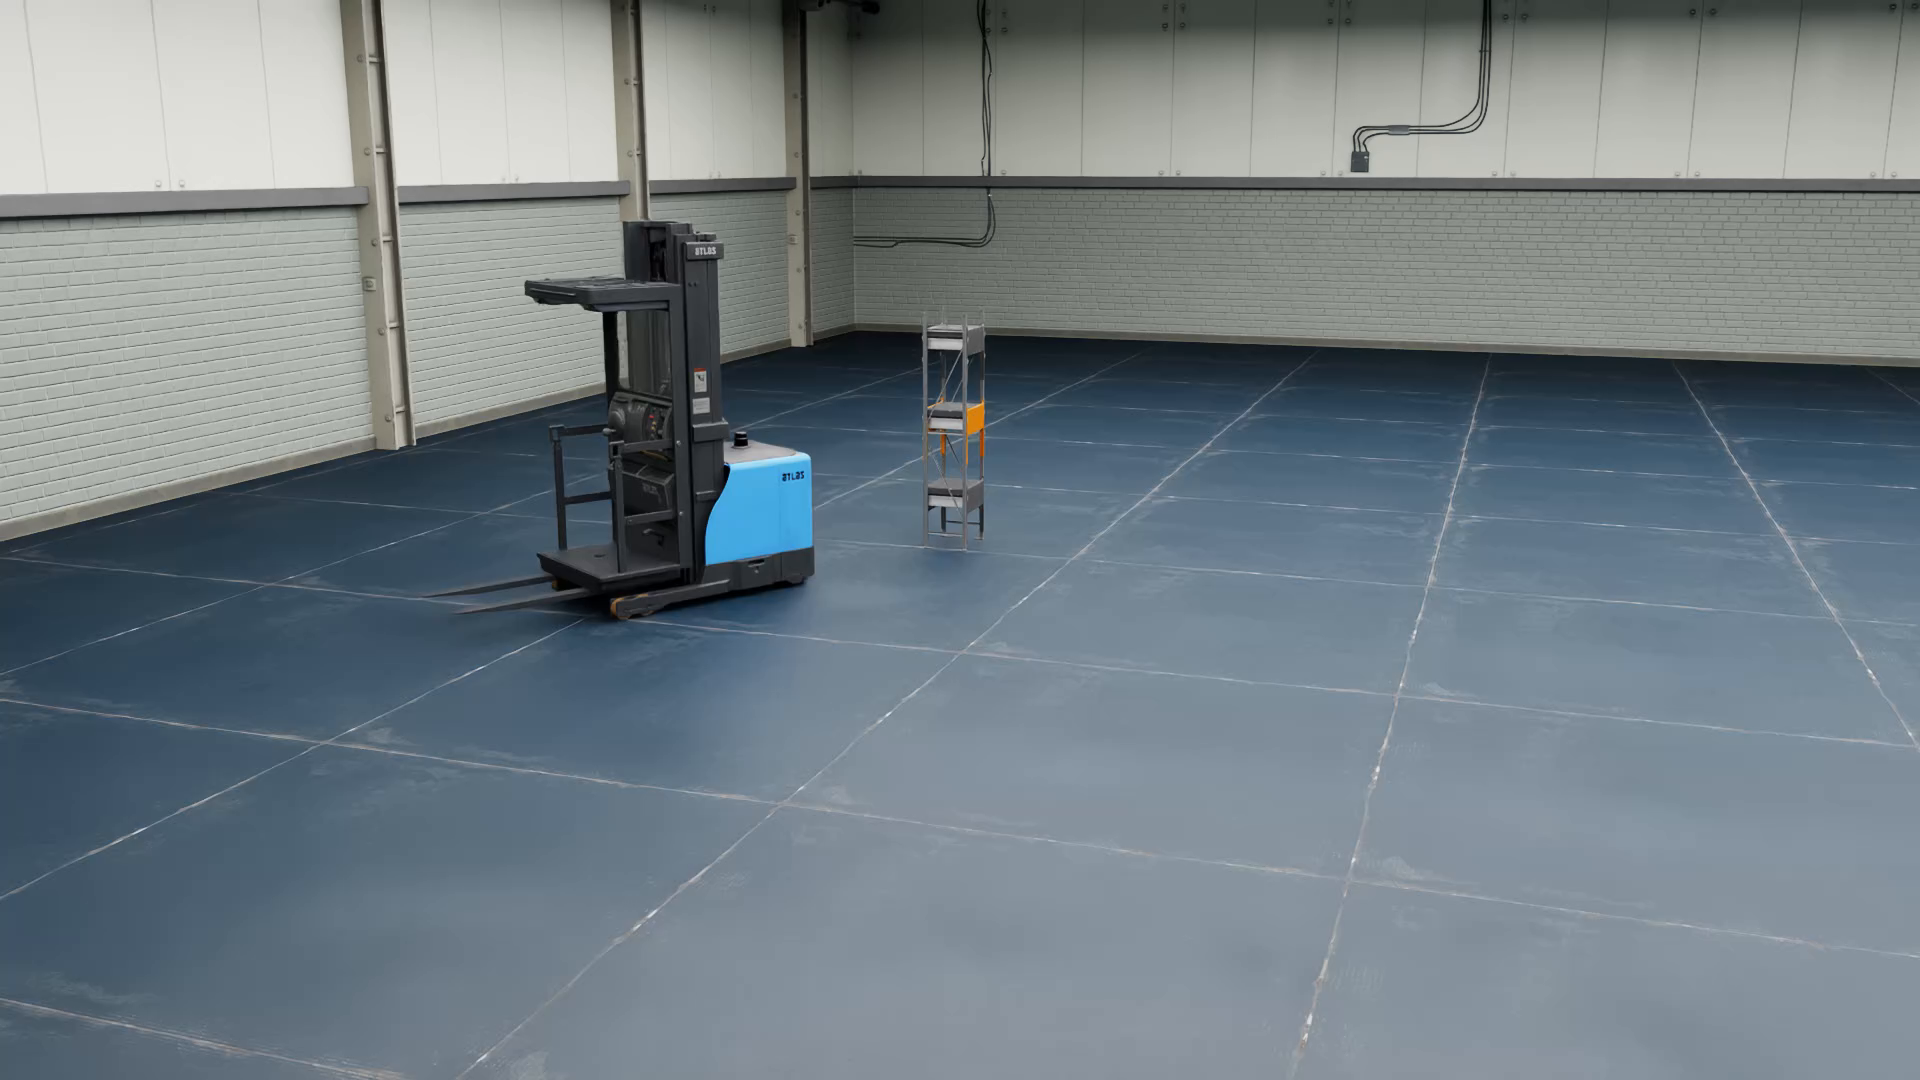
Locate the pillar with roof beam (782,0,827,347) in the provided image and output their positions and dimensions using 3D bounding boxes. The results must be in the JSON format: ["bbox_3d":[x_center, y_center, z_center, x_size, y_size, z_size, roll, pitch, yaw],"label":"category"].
[{"bbox_3d":[1.092,-7.740,28.937,9.100,9.000,0.548,4,14,18],"label":"pillar with roof beam"}]

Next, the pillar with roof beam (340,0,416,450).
[{"bbox_3d":[-2.791,-5.213,17.867,9.100,9.000,0.400,4,14,18],"label":"pillar with roof beam"}]

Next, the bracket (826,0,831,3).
[{"bbox_3d":[-2.512,-9.866,30.165,0.235,0.232,0.430,4,14,18],"label":"bracket"}]

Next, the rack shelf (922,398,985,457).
[{"bbox_3d":[-0.054,-0.976,14.867,0.431,0.518,0.480,4,14,18],"label":"rack shelf"}]

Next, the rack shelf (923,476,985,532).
[{"bbox_3d":[-0.054,-0.293,15.022,0.431,0.518,0.480,4,14,18],"label":"rack shelf"}]

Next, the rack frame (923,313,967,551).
[{"bbox_3d":[-0.133,-0.937,14.639,0.400,2.100,0.015,4,14,18],"label":"rack frame"}]

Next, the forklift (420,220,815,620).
[{"bbox_3d":[-2.658,-0.955,12.848,3.031,2.935,1.130,-10,16,-38],"label":"forklift"}]

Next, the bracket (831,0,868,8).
[{"bbox_3d":[-1.936,-10.241,31.806,0.076,0.066,3.189,4,14,18],"label":"bracket"}]

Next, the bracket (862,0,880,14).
[{"bbox_3d":[-1.745,-10.365,32.351,0.235,0.232,0.430,4,14,18],"label":"bracket"}]

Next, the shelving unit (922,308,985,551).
[{"bbox_3d":[-0.054,-0.989,14.864,0.431,2.100,0.503,4,14,18],"label":"shelving unit"}]

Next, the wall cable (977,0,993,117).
[{"bbox_3d":[1.782,-9.328,31.525,3.097,2.526,0.112,4,14,18],"label":"wall cable"}]

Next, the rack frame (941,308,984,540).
[{"bbox_3d":[0.025,-1.040,15.089,0.400,2.100,0.015,4,14,18],"label":"rack frame"}]

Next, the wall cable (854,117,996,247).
[{"bbox_3d":[-0.777,-7.061,32.941,3.097,2.526,0.112,4,14,18],"label":"wall cable"}]

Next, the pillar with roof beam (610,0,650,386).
[{"bbox_3d":[-0.850,-6.476,23.402,9.100,9.000,0.400,4,14,18],"label":"pillar with roof beam"}]

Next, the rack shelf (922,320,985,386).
[{"bbox_3d":[-0.054,-1.658,14.711,0.431,0.518,0.480,4,14,18],"label":"rack shelf"}]

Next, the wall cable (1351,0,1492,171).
[{"bbox_3d":[8.200,-9.546,29.207,2.305,6.003,0.169,4,14,18],"label":"wall cable"}]
